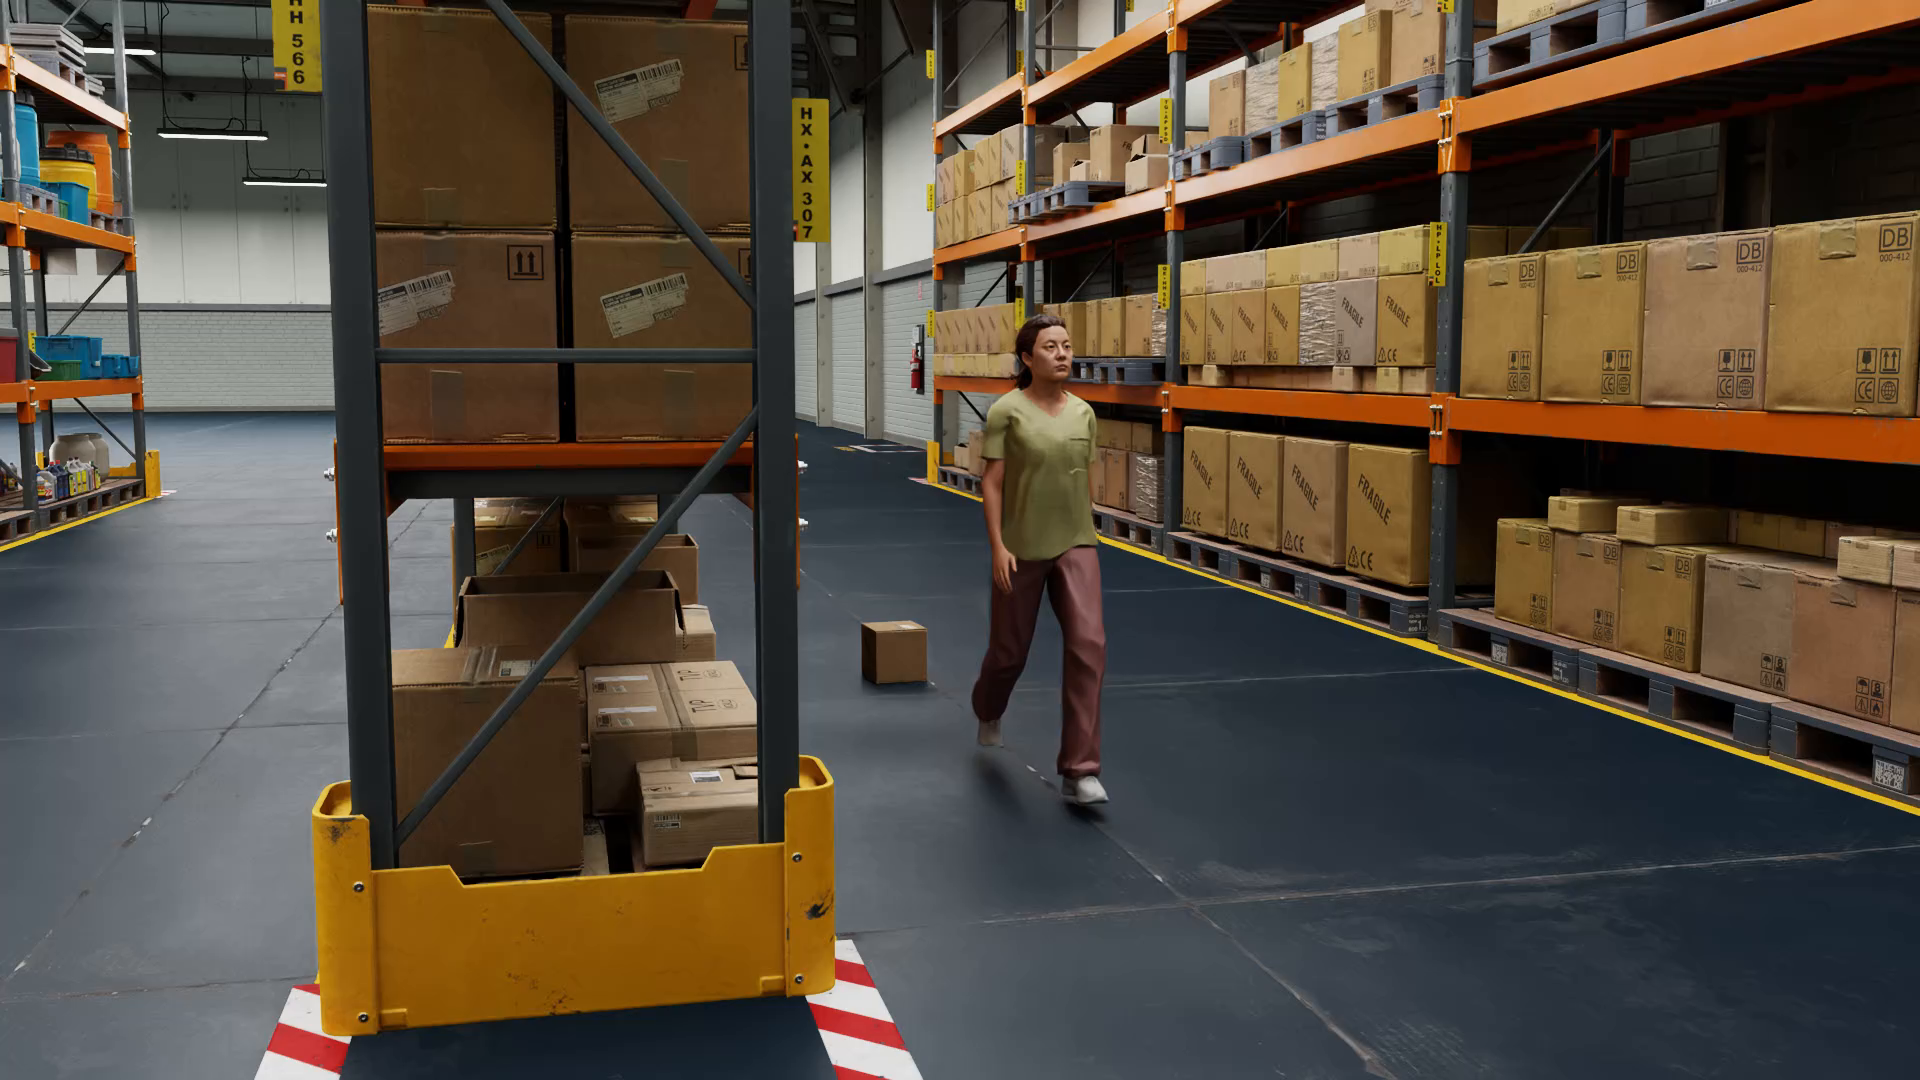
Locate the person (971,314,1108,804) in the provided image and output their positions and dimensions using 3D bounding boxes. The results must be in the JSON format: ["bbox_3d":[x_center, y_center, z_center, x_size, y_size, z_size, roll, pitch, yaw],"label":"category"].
[{"bbox_3d":[0.280,0.036,5.774,0.441,1.626,0.968,-2,6,-14],"label":"person"}]
